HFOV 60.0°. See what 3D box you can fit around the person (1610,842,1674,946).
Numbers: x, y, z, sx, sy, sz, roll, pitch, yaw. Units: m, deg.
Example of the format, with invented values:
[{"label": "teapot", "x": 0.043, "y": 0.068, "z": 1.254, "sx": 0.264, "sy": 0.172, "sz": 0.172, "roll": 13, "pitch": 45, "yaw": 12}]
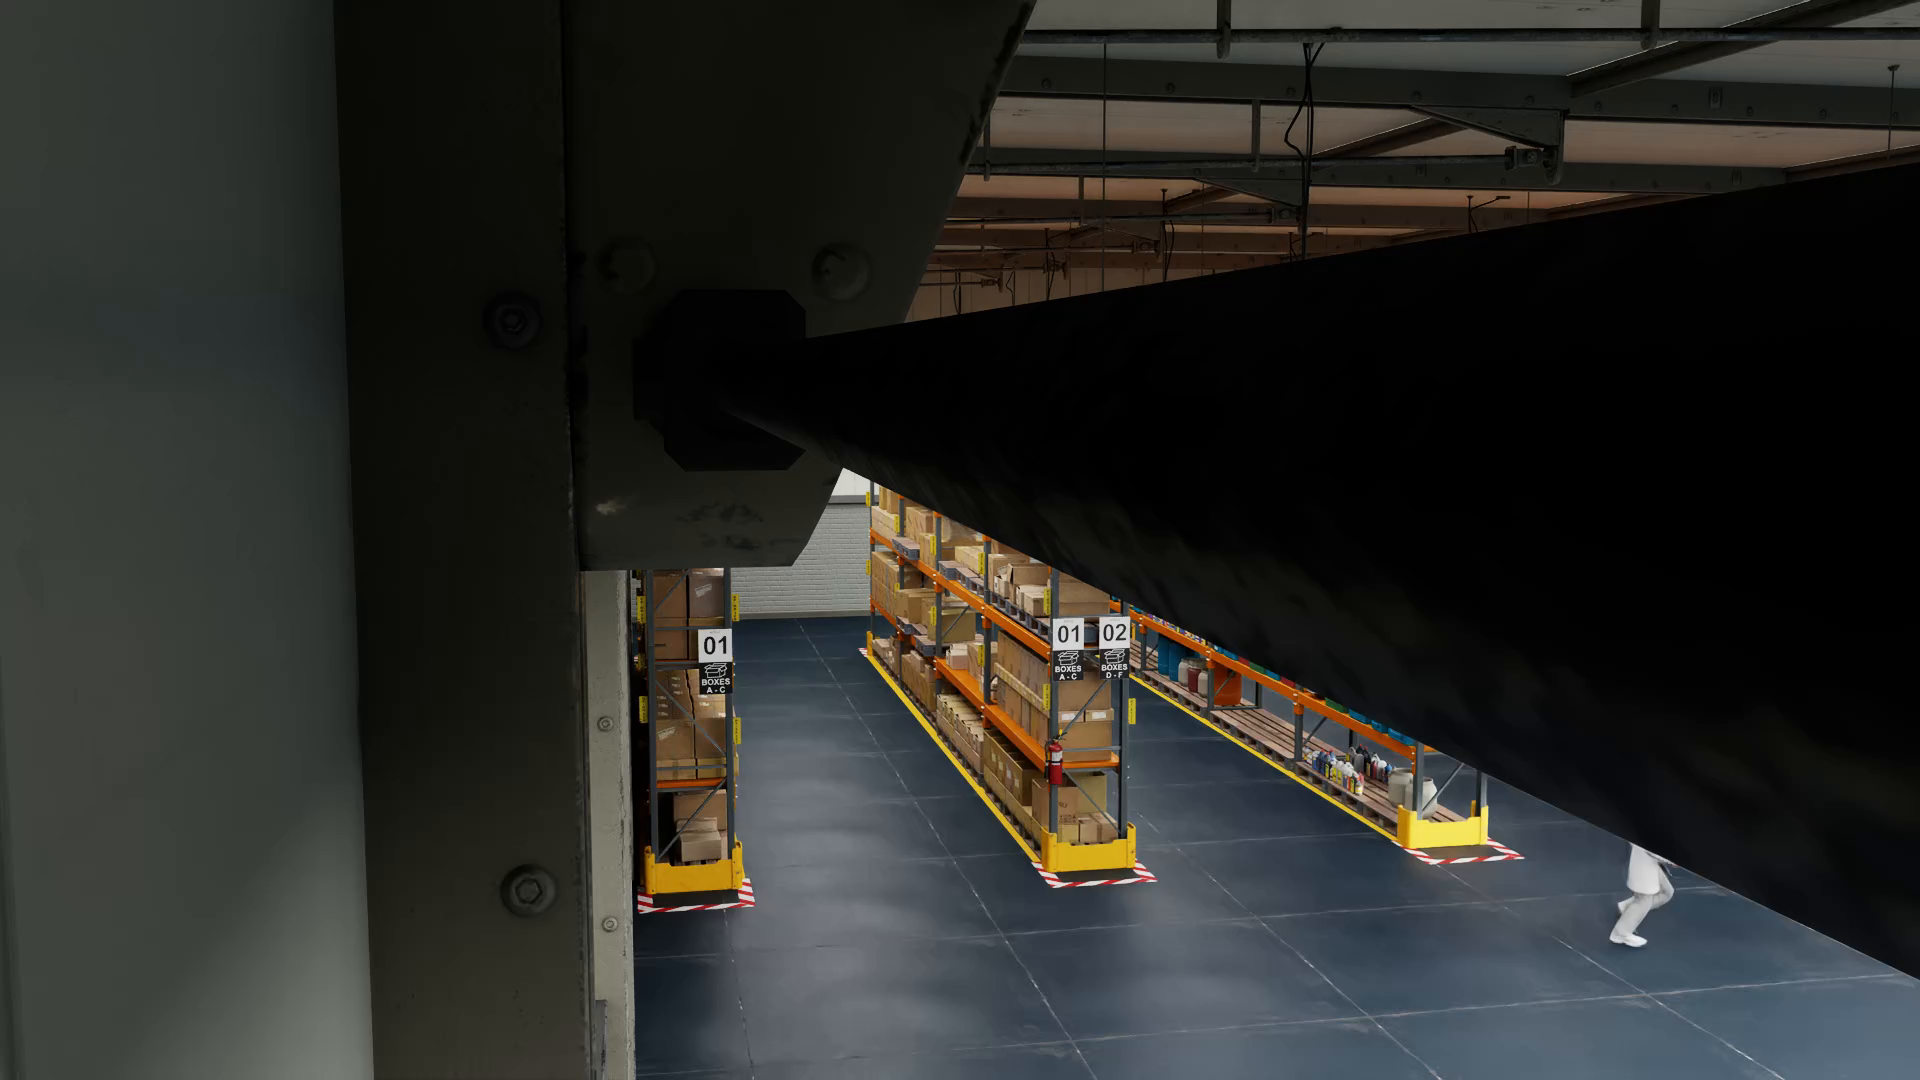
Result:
[{"label": "person", "x": 7.535, "y": 3.570, "z": 18.181, "sx": 0.748, "sy": 1.732, "sz": 0.738, "roll": 2, "pitch": 6, "yaw": 20}]
